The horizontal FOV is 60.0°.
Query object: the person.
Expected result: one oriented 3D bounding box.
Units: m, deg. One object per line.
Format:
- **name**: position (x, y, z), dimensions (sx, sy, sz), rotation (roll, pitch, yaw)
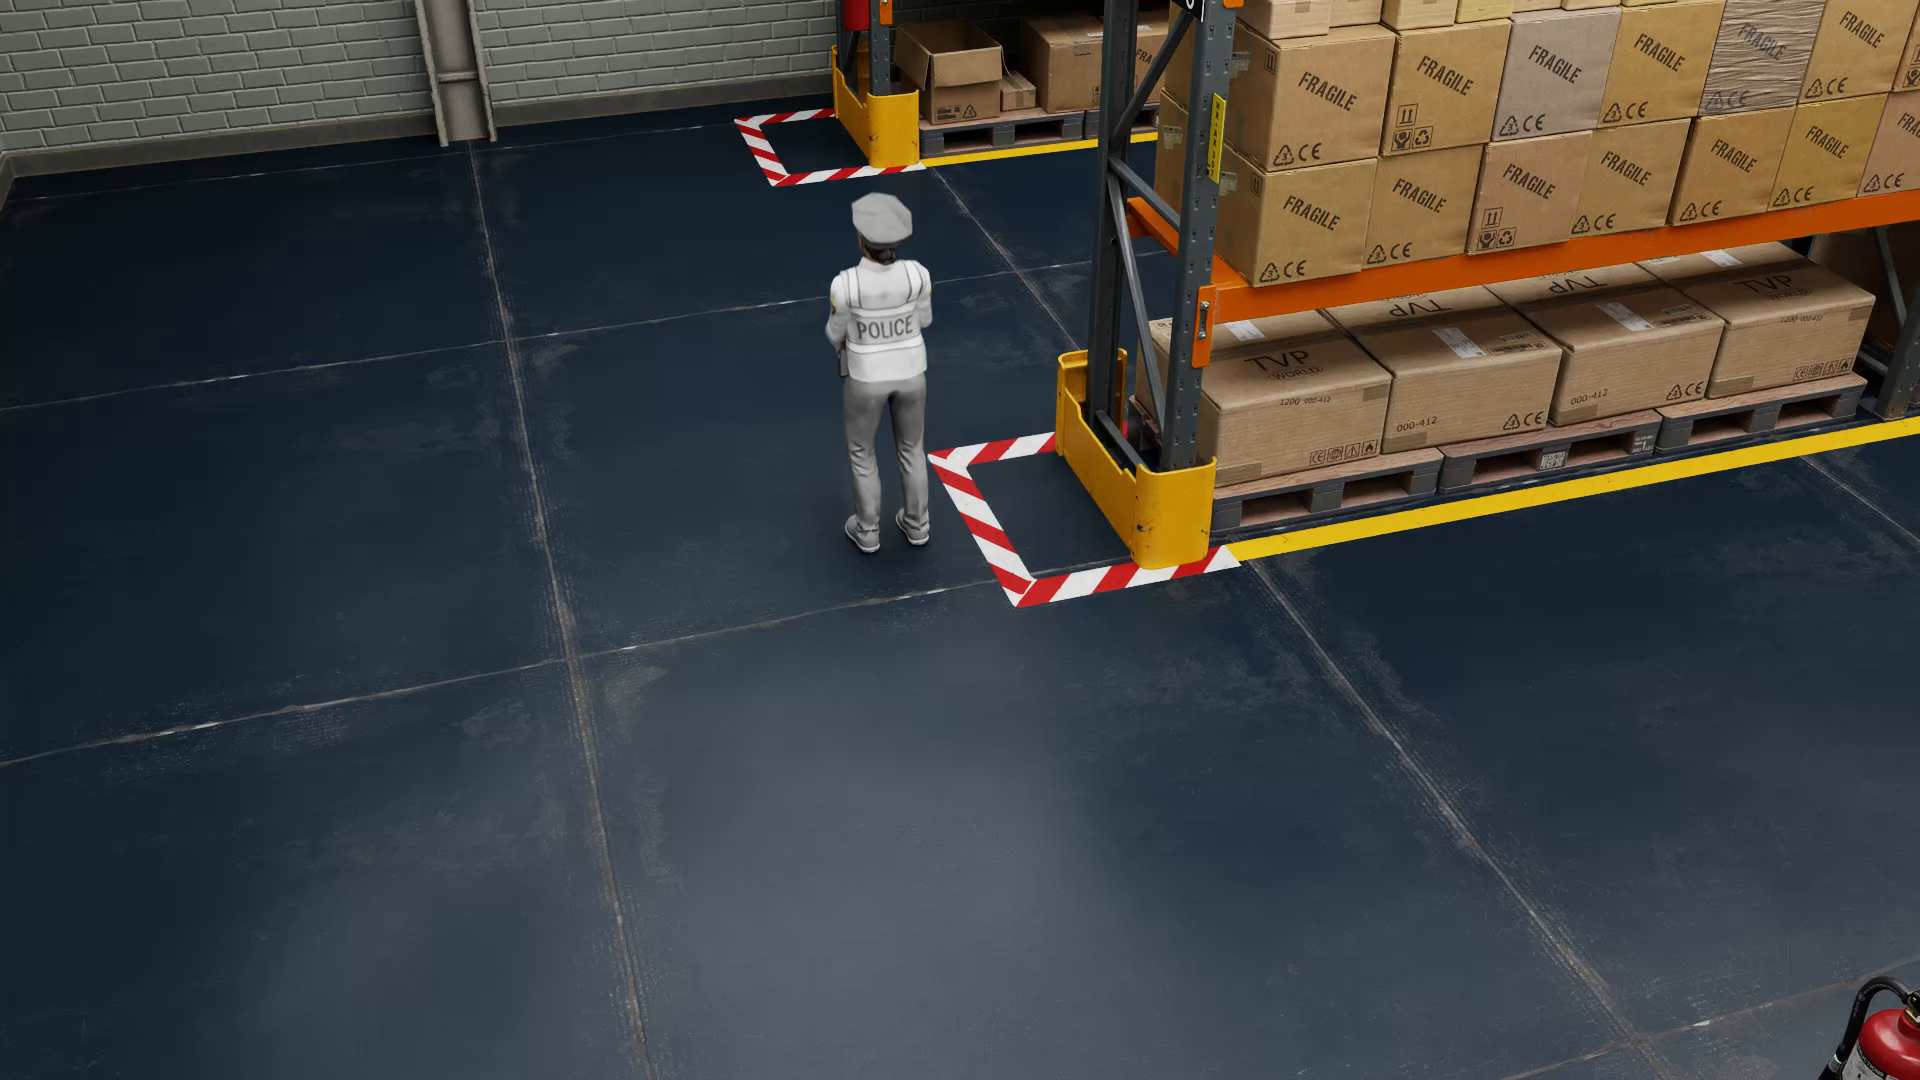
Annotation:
- **person**: position (-0.347, -0.738, 7.211), dimensions (0.459, 1.686, 0.556), rotation (-10, 35, -14)
